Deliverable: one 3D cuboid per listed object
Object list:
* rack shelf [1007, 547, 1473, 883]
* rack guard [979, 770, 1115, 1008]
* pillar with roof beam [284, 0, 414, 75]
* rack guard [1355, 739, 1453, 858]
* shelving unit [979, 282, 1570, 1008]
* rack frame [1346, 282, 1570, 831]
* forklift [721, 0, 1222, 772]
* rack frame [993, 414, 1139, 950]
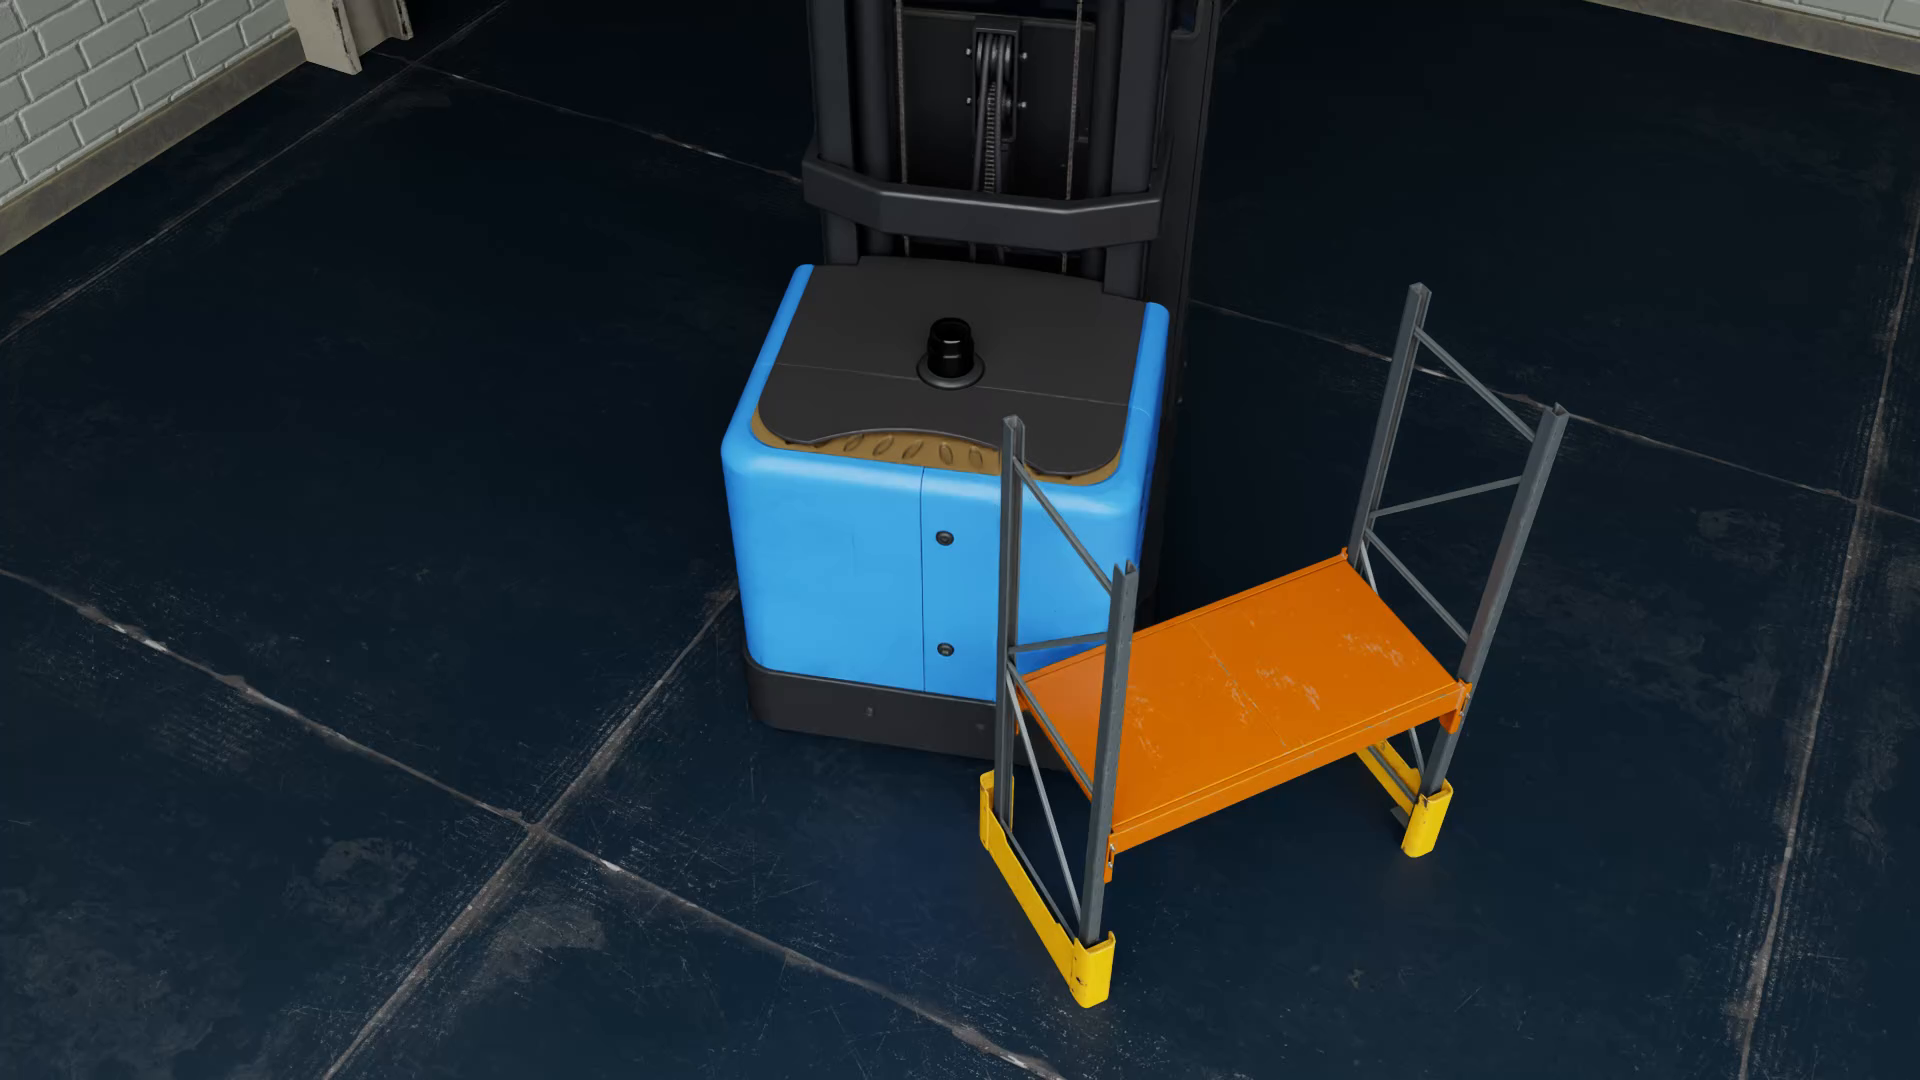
[{"bbox_3d":[0.666,0.401,4.052,1.000,0.185,0.538,-19,48,-18],"label":"rack shelf"},{"bbox_3d":[0.211,0.873,4.212,0.087,0.250,0.587,-19,48,-18],"label":"rack guard"},{"bbox_3d":[1.126,-3.946,2.823,9.100,9.000,0.400,20,49,19],"label":"pillar with roof beam"},{"bbox_3d":[1.105,0.561,4.520,0.087,0.250,0.587,-19,48,-18],"label":"rack guard"},{"bbox_3d":[0.658,0.277,3.921,1.083,1.500,0.587,-19,48,-18],"label":"shelving unit"},{"bbox_3d":[1.123,0.116,4.081,0.032,1.500,0.500,-19,48,-18],"label":"rack frame"},{"bbox_3d":[0.180,-1.459,4.632,1.130,2.935,3.031,7,46,7],"label":"forklift"},{"bbox_3d":[0.210,0.434,3.767,0.032,1.500,0.500,-19,48,-18],"label":"rack frame"}]
